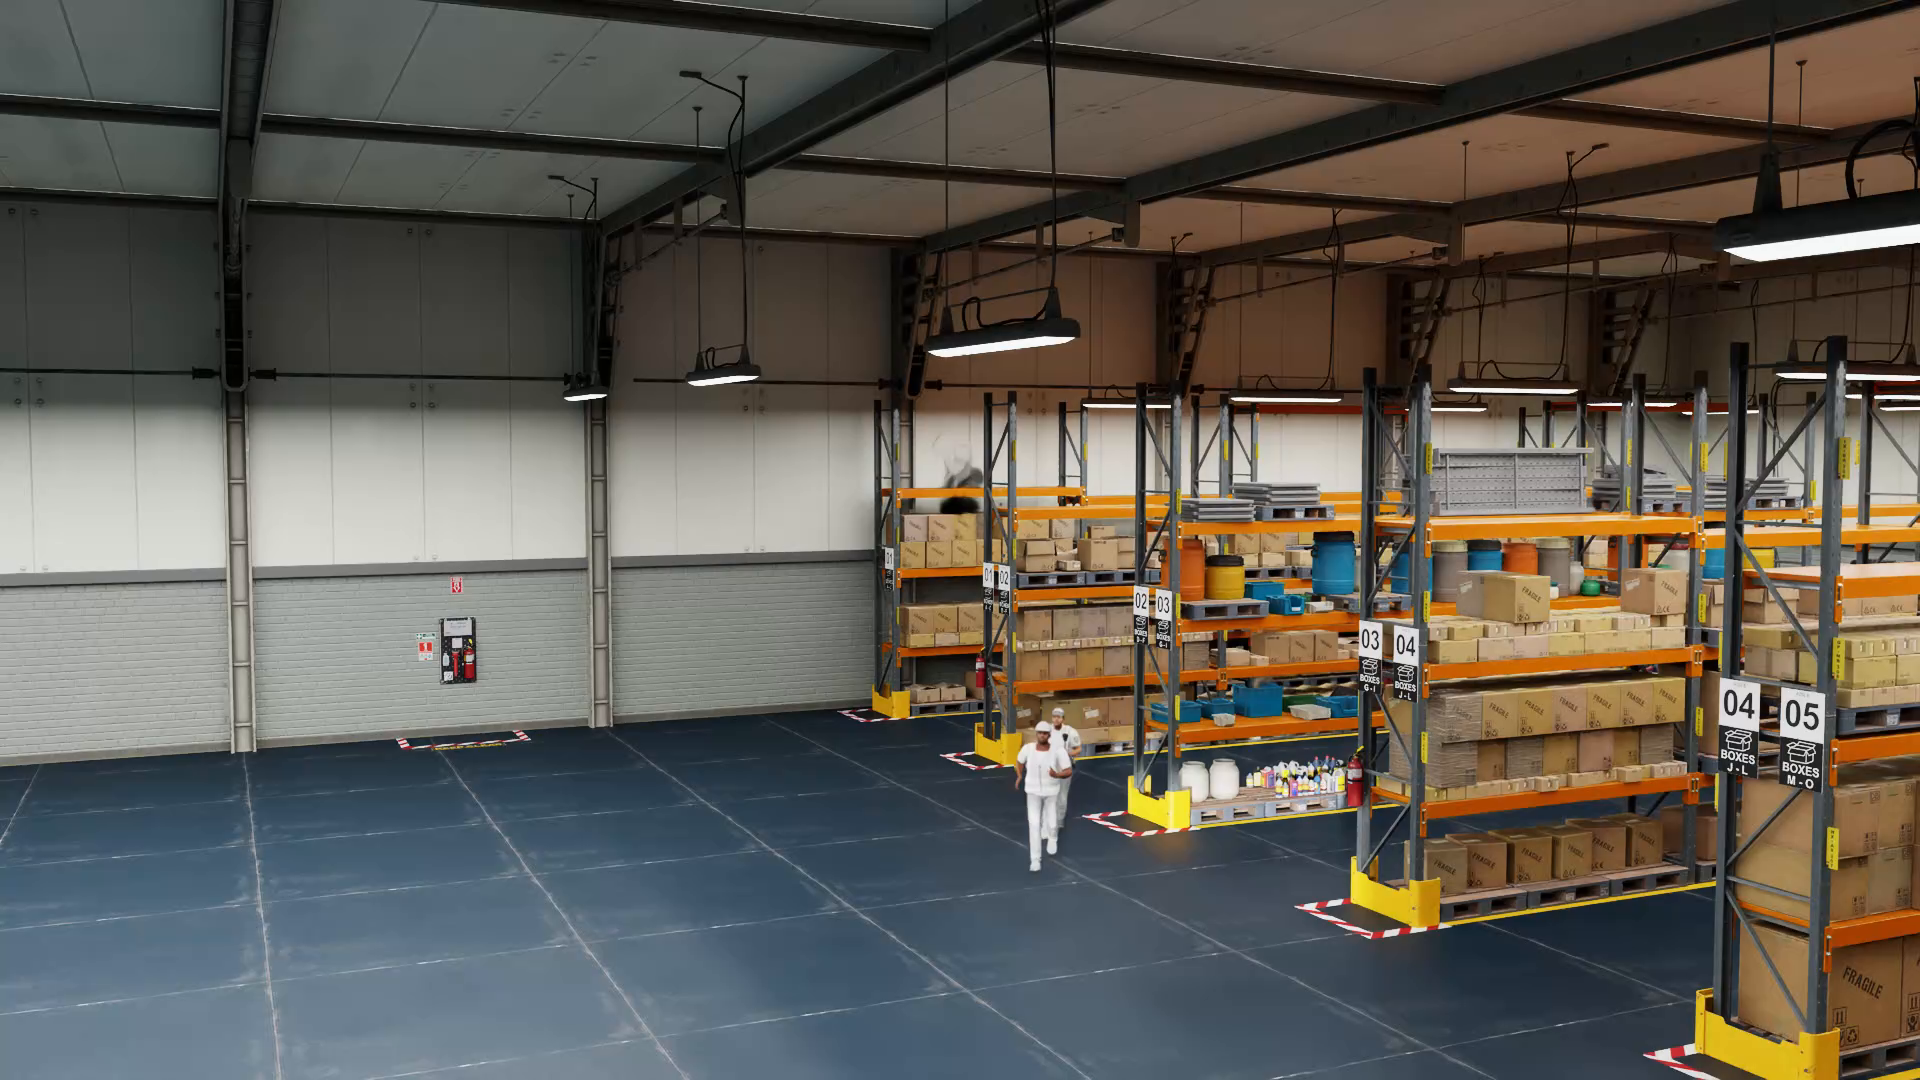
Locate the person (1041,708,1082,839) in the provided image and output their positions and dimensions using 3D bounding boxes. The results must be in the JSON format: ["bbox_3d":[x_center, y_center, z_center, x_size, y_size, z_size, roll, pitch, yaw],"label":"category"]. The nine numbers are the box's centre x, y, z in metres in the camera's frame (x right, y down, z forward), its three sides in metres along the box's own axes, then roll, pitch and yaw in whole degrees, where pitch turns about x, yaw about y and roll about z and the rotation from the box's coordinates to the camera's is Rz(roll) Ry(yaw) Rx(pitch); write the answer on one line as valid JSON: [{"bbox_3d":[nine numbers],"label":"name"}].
[{"bbox_3d":[1.321,3.064,22.023,0.599,1.728,0.710,0,3,8],"label":"person"}]

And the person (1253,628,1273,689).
[{"bbox_3d":[5.614,2.504,31.153,0.587,1.688,0.662,-1,4,-24],"label":"person"}]

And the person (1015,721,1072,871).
[{"bbox_3d":[1.010,3.080,20.289,0.707,1.746,0.986,0,3,8],"label":"person"}]
